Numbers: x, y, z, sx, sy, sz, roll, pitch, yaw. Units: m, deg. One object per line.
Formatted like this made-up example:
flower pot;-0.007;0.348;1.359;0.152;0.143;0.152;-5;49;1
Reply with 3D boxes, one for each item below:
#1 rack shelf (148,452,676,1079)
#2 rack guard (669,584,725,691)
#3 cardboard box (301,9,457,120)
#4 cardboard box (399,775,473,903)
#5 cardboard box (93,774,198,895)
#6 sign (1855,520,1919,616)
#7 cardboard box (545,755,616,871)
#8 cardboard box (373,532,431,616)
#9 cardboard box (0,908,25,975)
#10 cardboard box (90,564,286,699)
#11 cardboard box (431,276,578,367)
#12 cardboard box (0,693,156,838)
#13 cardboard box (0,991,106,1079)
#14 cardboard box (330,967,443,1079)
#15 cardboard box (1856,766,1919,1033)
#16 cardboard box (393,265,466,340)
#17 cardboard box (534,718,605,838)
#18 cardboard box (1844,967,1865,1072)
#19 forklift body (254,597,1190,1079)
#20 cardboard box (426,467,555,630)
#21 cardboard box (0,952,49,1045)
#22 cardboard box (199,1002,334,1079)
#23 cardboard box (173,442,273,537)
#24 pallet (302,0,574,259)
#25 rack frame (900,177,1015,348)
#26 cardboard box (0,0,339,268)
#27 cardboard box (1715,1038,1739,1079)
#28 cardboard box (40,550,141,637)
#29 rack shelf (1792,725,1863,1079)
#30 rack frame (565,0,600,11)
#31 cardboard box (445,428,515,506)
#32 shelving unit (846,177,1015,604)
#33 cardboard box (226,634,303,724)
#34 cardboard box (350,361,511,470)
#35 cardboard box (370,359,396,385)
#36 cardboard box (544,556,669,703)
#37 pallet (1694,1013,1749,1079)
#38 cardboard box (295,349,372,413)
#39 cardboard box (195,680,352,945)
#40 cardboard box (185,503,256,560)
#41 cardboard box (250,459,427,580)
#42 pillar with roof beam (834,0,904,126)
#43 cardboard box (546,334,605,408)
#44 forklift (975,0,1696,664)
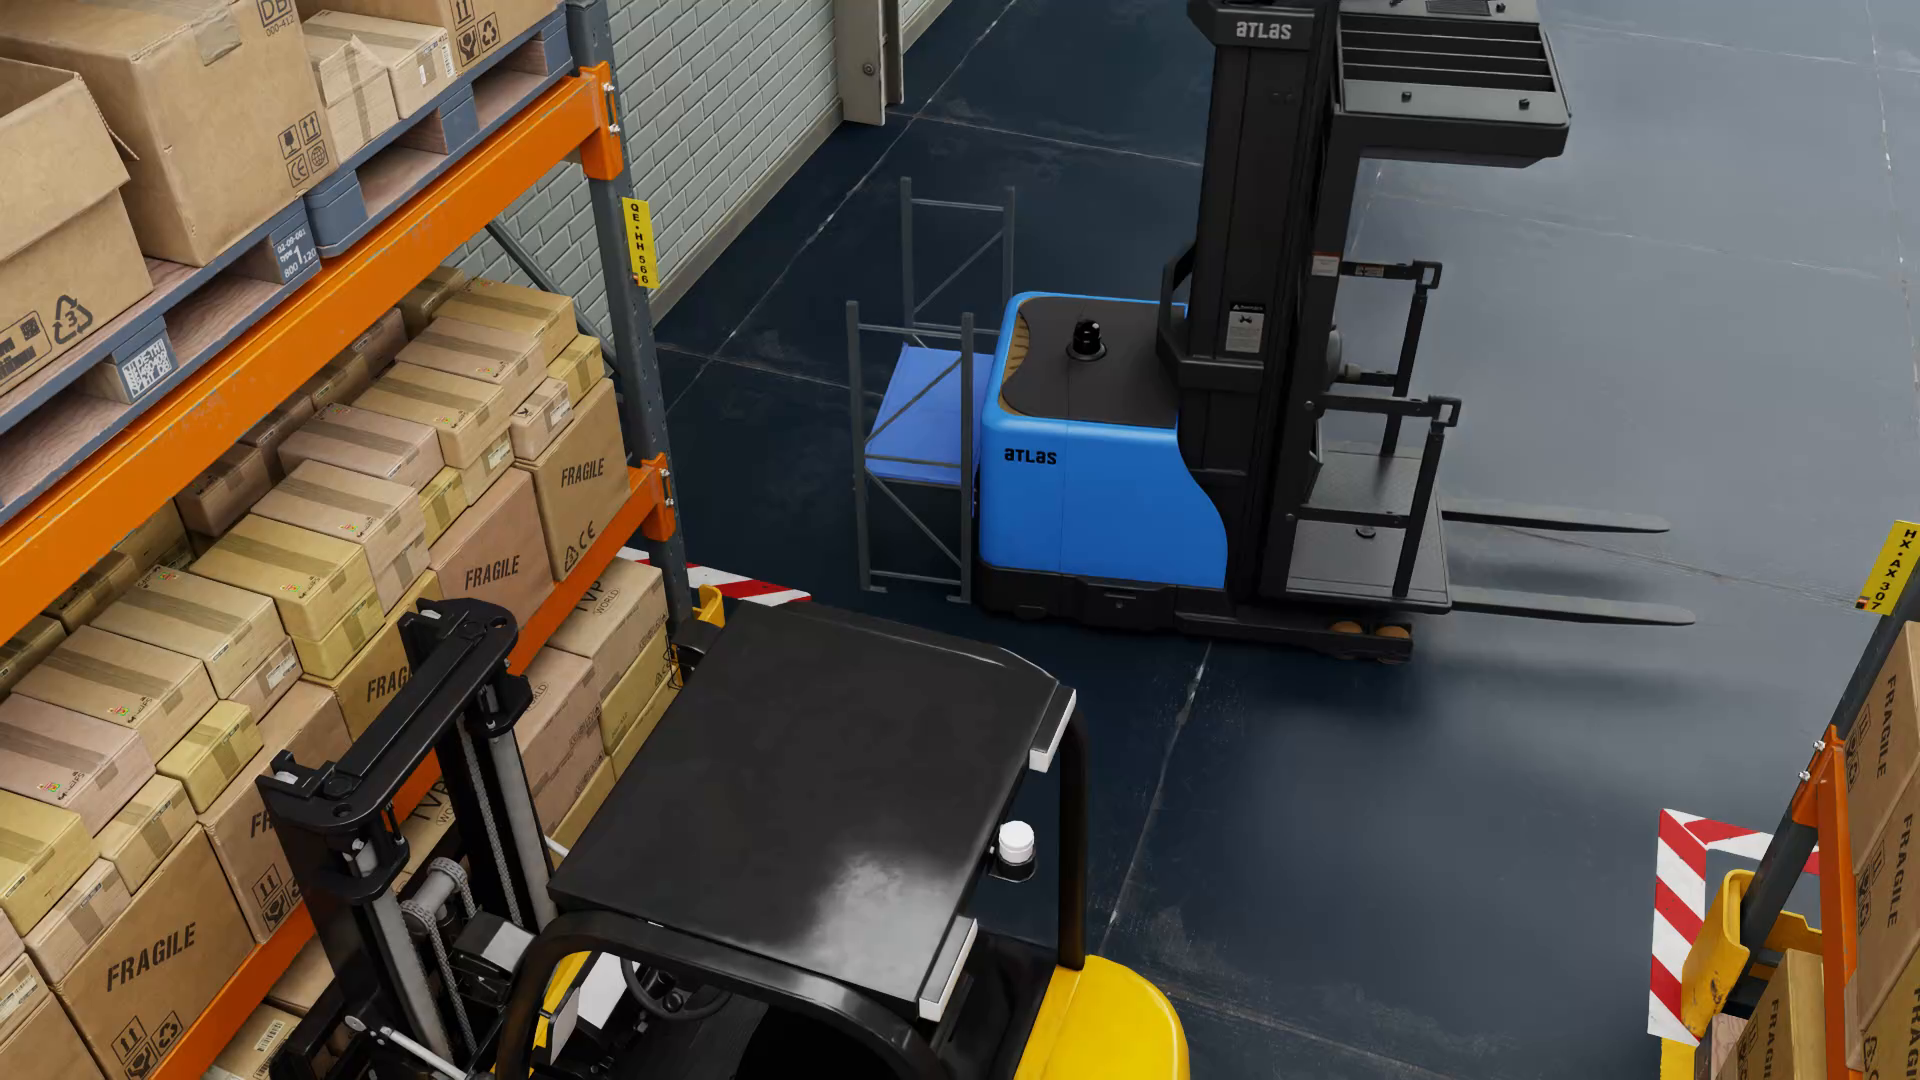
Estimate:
rack shelf;-2.238;0.924;4.864;1.077;0.370;4.000;13;42;15
rack guard;-1.546;0.367;6.888;1.175;0.500;0.348;13;42;15
cardboard box;-1.552;-1.240;4.328;0.380;0.149;0.250;12;42;14
cardboard box;-1.751;0.909;5.351;0.500;0.250;0.500;14;42;16
cardboard box;-2.101;0.675;4.024;0.380;0.149;0.250;12;42;14
sign;2.602;0.080;4.631;0.100;0.325;0.005;13;42;15
cardboard box;-1.597;0.975;6.045;0.500;0.250;0.500;13;42;15
cardboard box;-1.757;0.049;4.759;0.380;0.149;0.250;12;42;14
cardboard box;-2.266;0.872;3.564;0.380;0.149;0.250;14;42;16
cardboard box;-1.997;0.235;4.311;0.380;0.149;0.250;14;42;16
cardboard box;-1.478;-0.702;5.410;0.380;0.149;0.250;13;42;15
cardboard box;-2.168;0.540;3.953;0.380;0.149;0.250;13;42;15
cardboard box;-2.362;1.298;3.794;0.500;0.500;0.500;14;42;16
cardboard box;-1.939;1.420;5.138;0.500;0.250;0.500;13;42;15
cardboard box;2.515;0.923;4.005;0.500;0.500;0.500;15;43;16
cardboard box;-1.869;-0.810;5.536;0.380;0.149;0.250;13;42;14
cardboard box;-1.608;0.796;5.869;0.500;0.250;0.500;13;42;15
cardboard box;2.431;1.232;4.142;0.380;0.149;0.250;14;42;16
forklift body;-0.488;1.315;4.505;2.313;2.155;1.214;13;42;15
cardboard box;-1.662;0.065;5.239;0.500;0.500;0.500;15;43;16
cardboard box;-2.261;0.992;3.653;0.380;0.149;0.250;14;42;16
cardboard box;-2.118;1.535;4.618;0.500;0.250;0.500;15;43;17
cardboard box;-2.233;-0.180;4.797;0.380;0.149;0.250;15;43;16
pallet;-1.820;-1.251;4.616;1.003;0.211;1.213;13;42;15
rack frame;-0.011;-0.975;7.690;0.500;1.500;0.032;7;41;8
cardboard box;-1.920;-1.020;3.799;0.700;0.500;0.500;14;42;15
cardboard box;2.576;1.847;5.023;0.500;0.250;0.500;13;42;15
cardboard box;-2.425;0.127;4.438;0.380;0.149;0.250;13;42;15
rack shelf;2.428;2.023;3.575;1.077;0.370;4.000;13;42;15
rack frame;-1.554;-2.852;4.113;1.000;3.000;0.127;13;42;15
cardboard box;-1.615;-0.273;5.136;0.380;0.149;0.250;14;42;16
shelving unit;-0.104;-0.650;7.310;0.538;1.500;1.048;7;41;8
cardboard box;-1.995;0.339;4.418;0.380;0.149;0.250;13;42;15
cardboard box;-1.597;-0.379;5.031;0.380;0.149;0.250;14;42;16
cardboard box;-1.938;-0.540;5.449;0.380;0.149;0.250;13;42;15
cardboard box;-1.418;0.287;6.081;0.500;0.250;0.500;15;43;17
pallet;2.775;2.125;5.051;1.003;0.211;1.213;13;42;15
cardboard box;-2.068;-0.494;5.165;0.380;0.149;0.250;14;42;16
cardboard box;-1.998;0.687;4.510;0.500;0.500;0.500;14;42;15
cardboard box;-2.331;-0.101;4.934;0.380;0.149;0.250;14;42;15
cardboard box;-1.737;-0.060;4.657;0.380;0.149;0.250;14;43;16
pillar with roof beam;3.458;-5.331;7.019;9.100;9.000;0.400;13;42;15
cardboard box;-1.409;-0.581;5.496;0.380;0.149;0.250;14;42;16
forklift;1.629;-0.958;6.568;3.031;2.935;1.130;5;41;6
